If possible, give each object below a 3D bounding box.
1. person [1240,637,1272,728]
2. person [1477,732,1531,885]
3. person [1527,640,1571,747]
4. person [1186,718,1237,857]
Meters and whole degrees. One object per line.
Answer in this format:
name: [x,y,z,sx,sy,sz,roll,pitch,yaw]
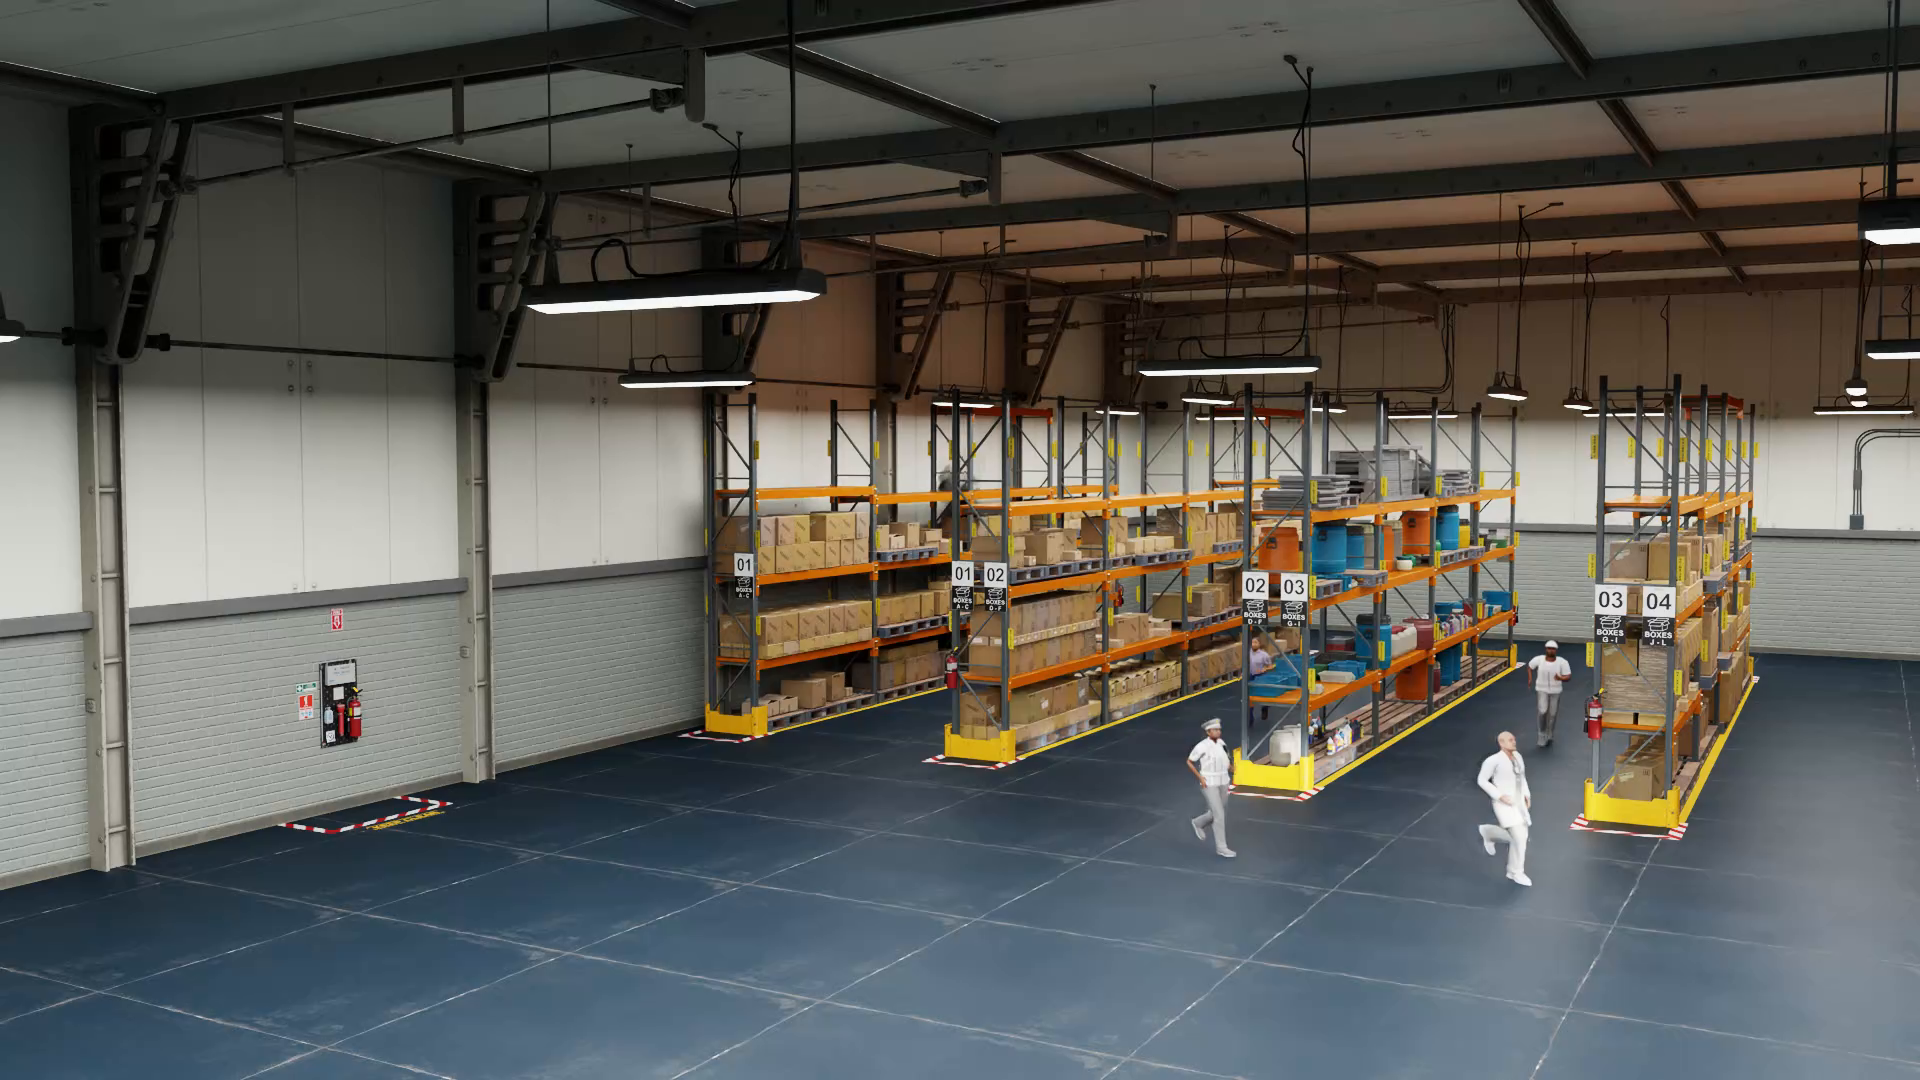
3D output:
person: [5.353,2.566,30.159,0.620,1.612,0.803,1,3,24]
person: [6.374,3.103,19.467,0.722,1.734,0.820,-2,4,-35]
person: [9.976,2.599,28.167,0.682,1.806,0.702,1,3,15]
person: [3.142,3.039,20.669,0.587,1.671,0.852,-2,4,-35]
